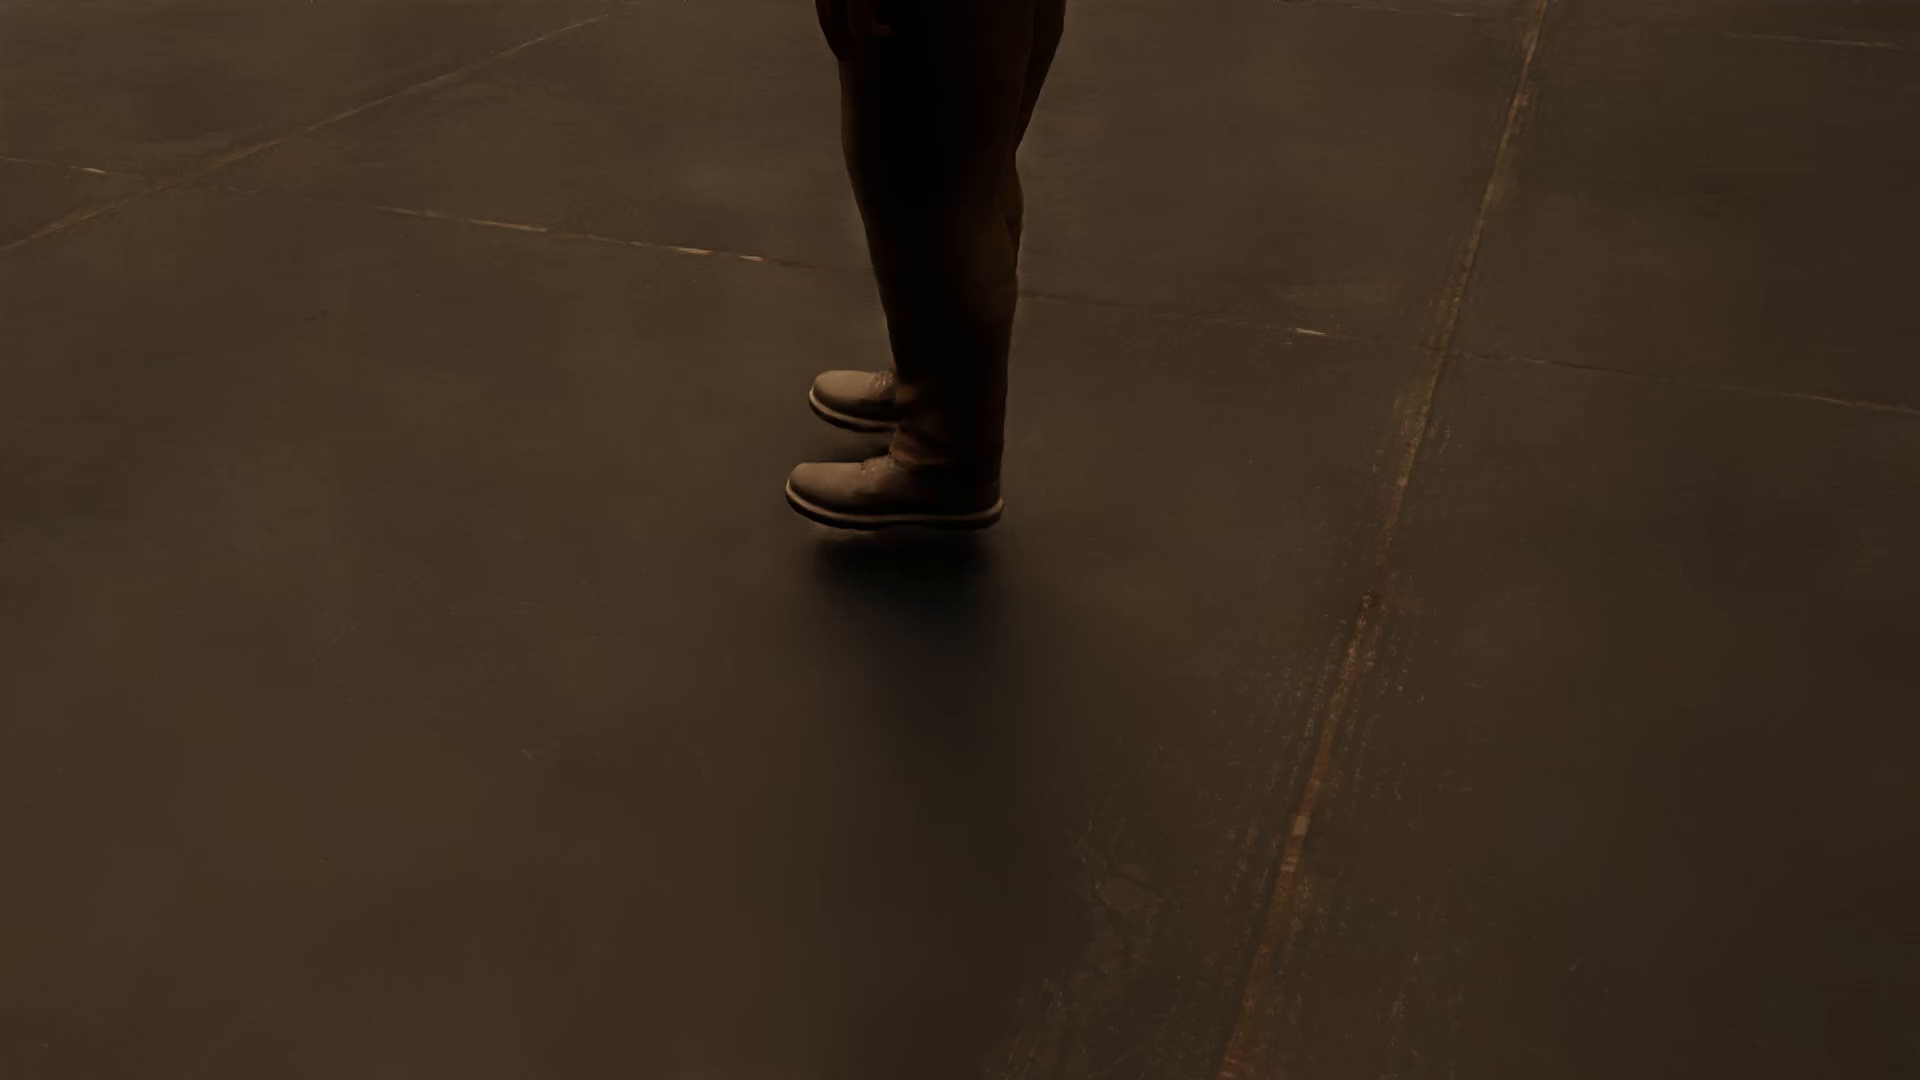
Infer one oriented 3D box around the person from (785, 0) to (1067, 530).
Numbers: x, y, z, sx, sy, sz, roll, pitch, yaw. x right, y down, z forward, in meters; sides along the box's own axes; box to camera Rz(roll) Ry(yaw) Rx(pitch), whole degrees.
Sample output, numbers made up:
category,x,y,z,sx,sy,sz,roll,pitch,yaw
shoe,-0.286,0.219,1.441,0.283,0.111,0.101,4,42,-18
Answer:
category,x,y,z,sx,sy,sz,roll,pitch,yaw
person,-0.080,-0.814,2.087,0.550,1.727,0.640,10,31,18
